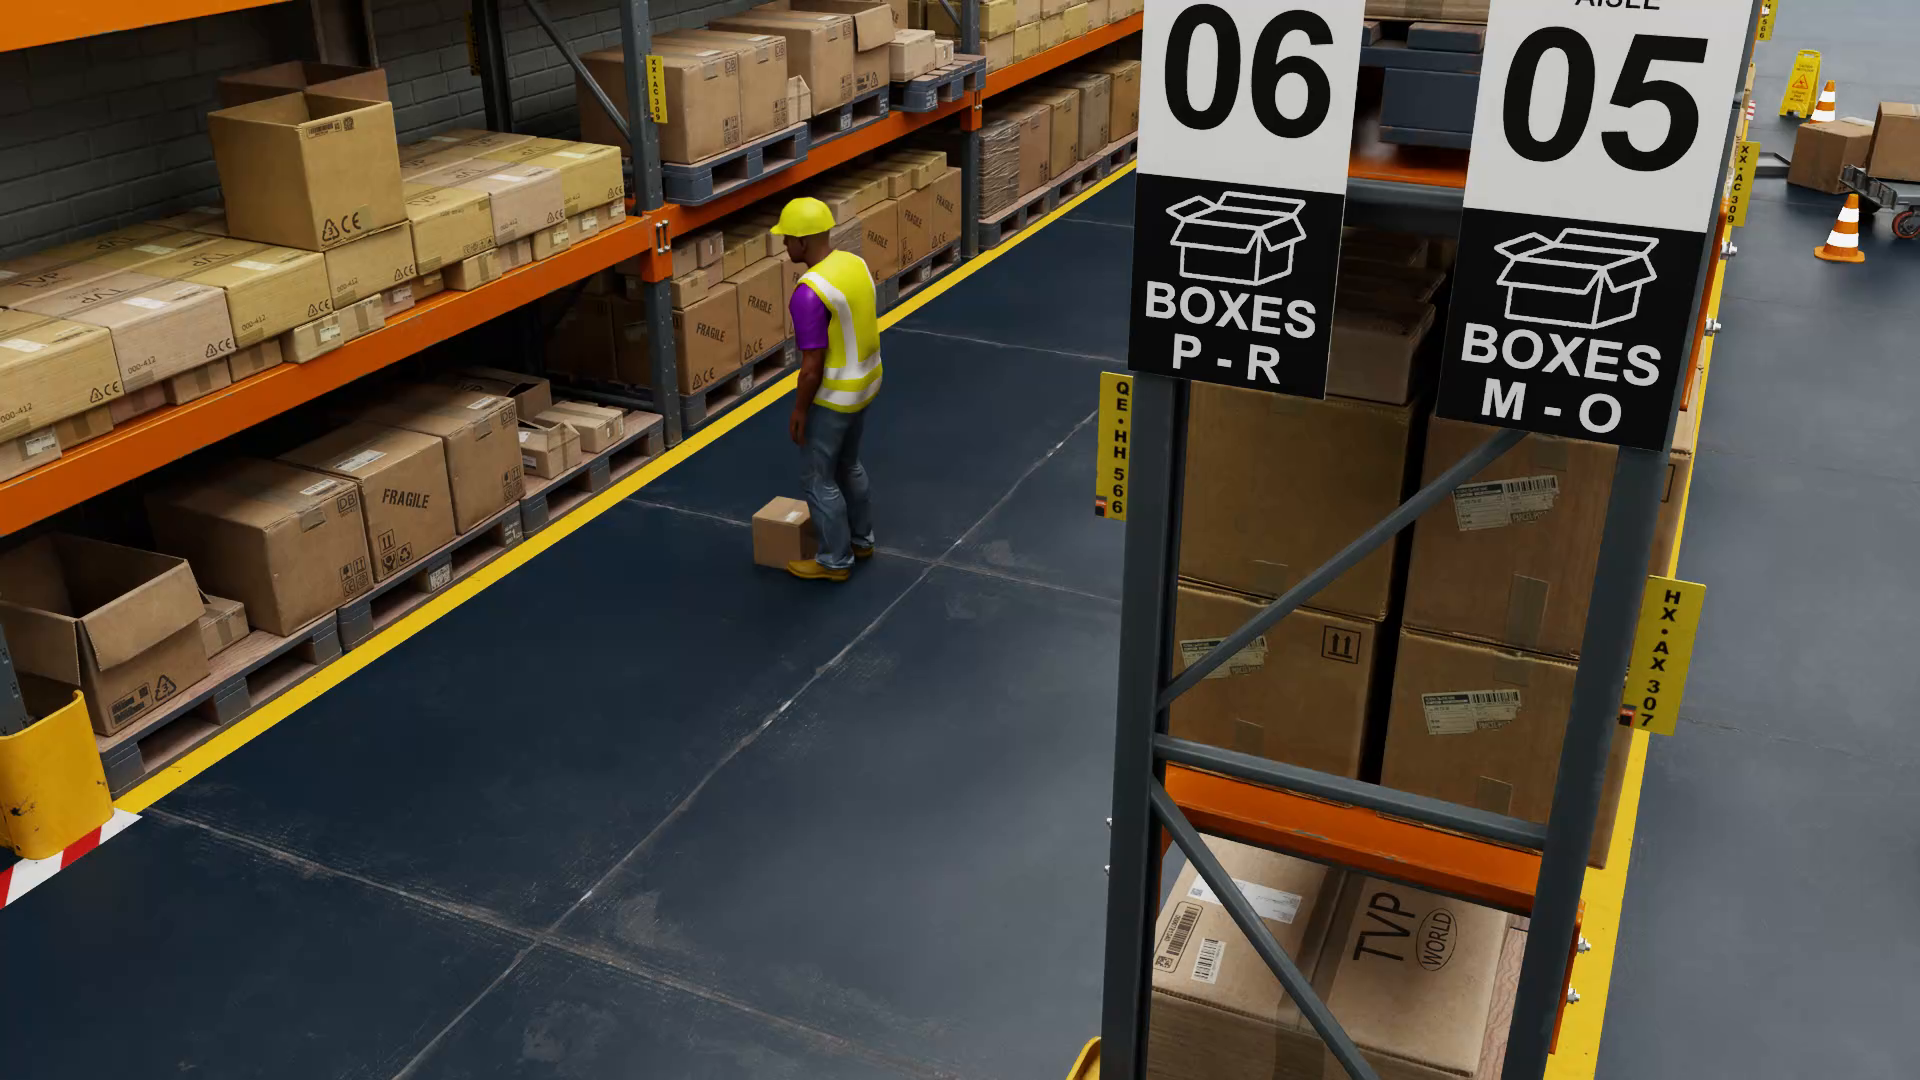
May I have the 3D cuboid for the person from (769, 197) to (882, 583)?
[{"bbox_3d":[-0.593,-0.667,7.461,0.461,1.759,0.621,10,28,20],"label":"person"}]
